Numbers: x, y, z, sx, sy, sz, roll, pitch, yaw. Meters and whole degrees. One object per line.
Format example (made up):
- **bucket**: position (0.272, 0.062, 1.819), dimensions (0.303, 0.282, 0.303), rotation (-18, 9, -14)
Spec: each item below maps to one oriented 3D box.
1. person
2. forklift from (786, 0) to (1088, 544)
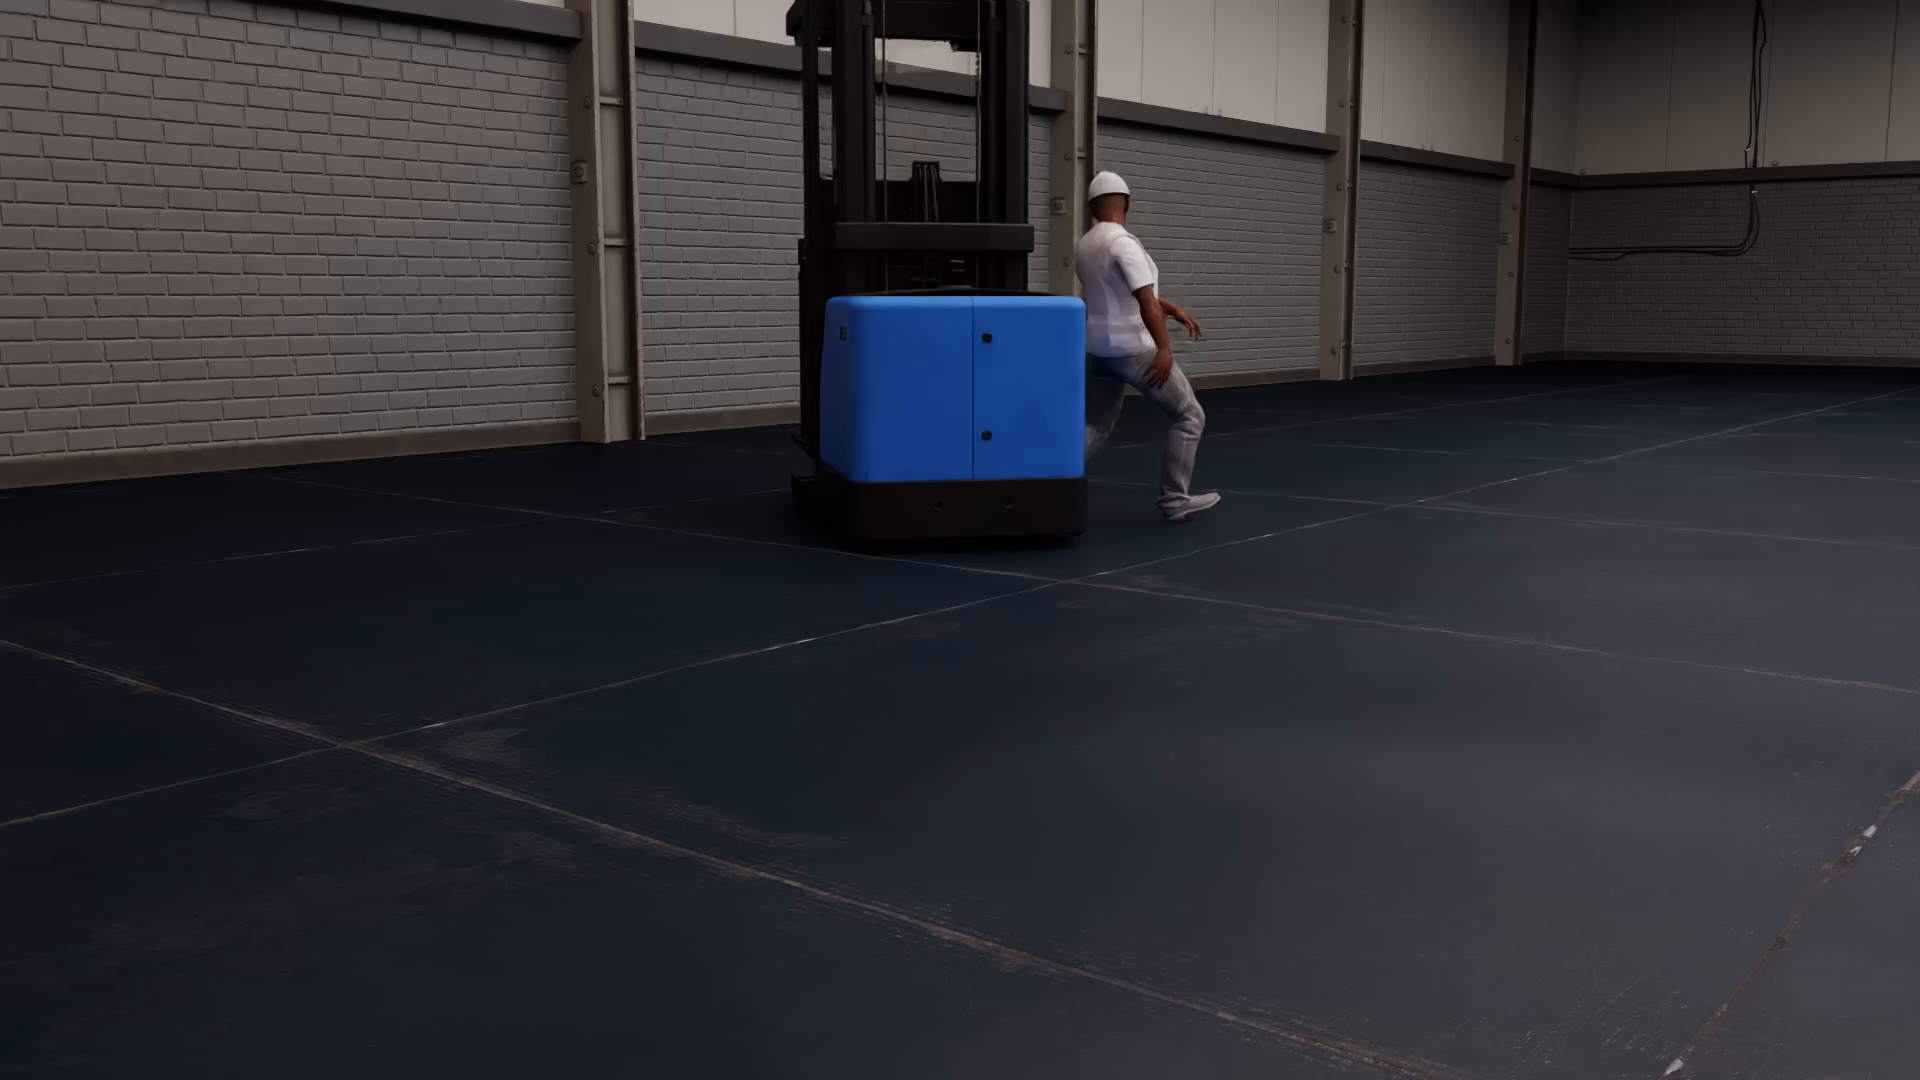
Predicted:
- **person**: position (0.836, -0.920, 7.987), dimensions (0.815, 1.682, 0.743), rotation (-5, 10, -30)
- **forklift**: position (-0.261, -1.608, 8.270), dimensions (1.130, 2.935, 3.031), rotation (-2, 9, -12)
